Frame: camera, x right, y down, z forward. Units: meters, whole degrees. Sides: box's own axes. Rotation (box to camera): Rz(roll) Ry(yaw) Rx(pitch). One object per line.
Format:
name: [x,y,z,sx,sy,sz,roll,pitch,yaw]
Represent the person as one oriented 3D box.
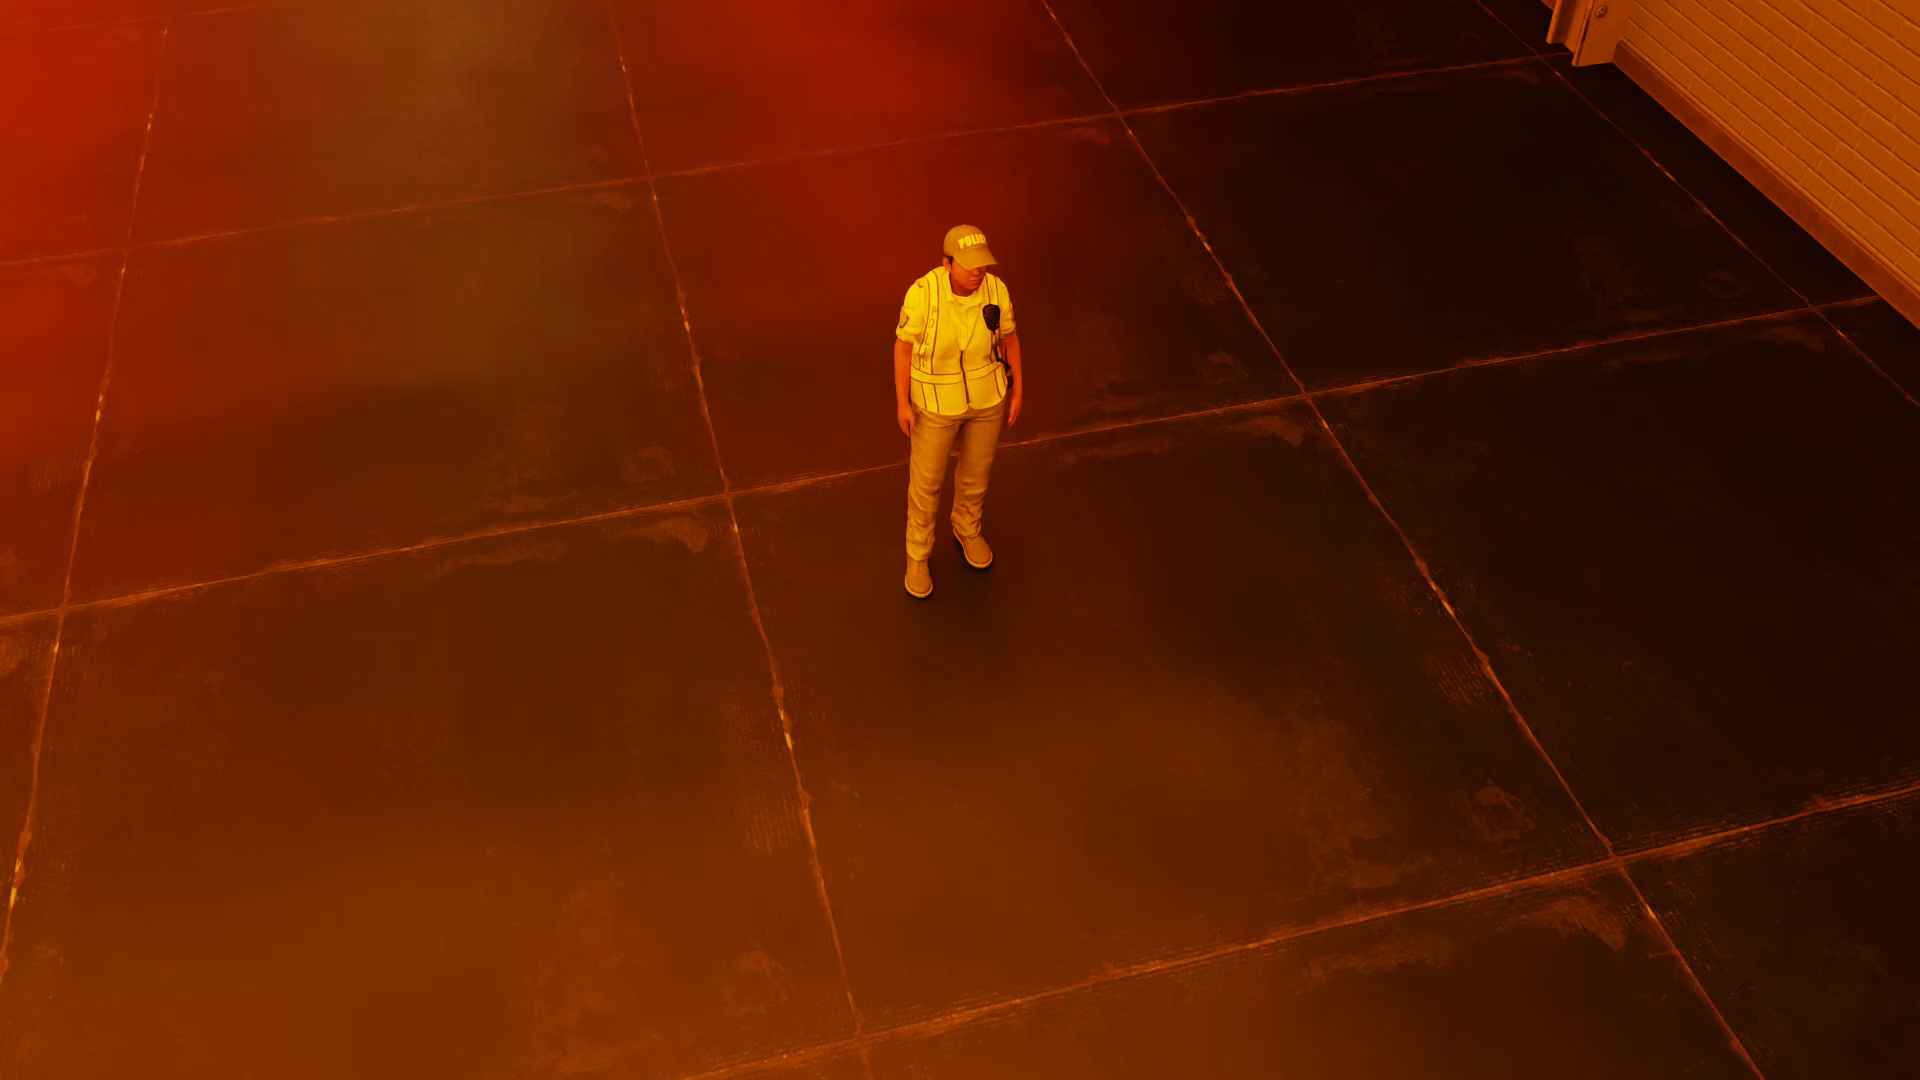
person: [-0.003,-0.556,7.144,0.598,1.670,0.529,-10,44,-11]
